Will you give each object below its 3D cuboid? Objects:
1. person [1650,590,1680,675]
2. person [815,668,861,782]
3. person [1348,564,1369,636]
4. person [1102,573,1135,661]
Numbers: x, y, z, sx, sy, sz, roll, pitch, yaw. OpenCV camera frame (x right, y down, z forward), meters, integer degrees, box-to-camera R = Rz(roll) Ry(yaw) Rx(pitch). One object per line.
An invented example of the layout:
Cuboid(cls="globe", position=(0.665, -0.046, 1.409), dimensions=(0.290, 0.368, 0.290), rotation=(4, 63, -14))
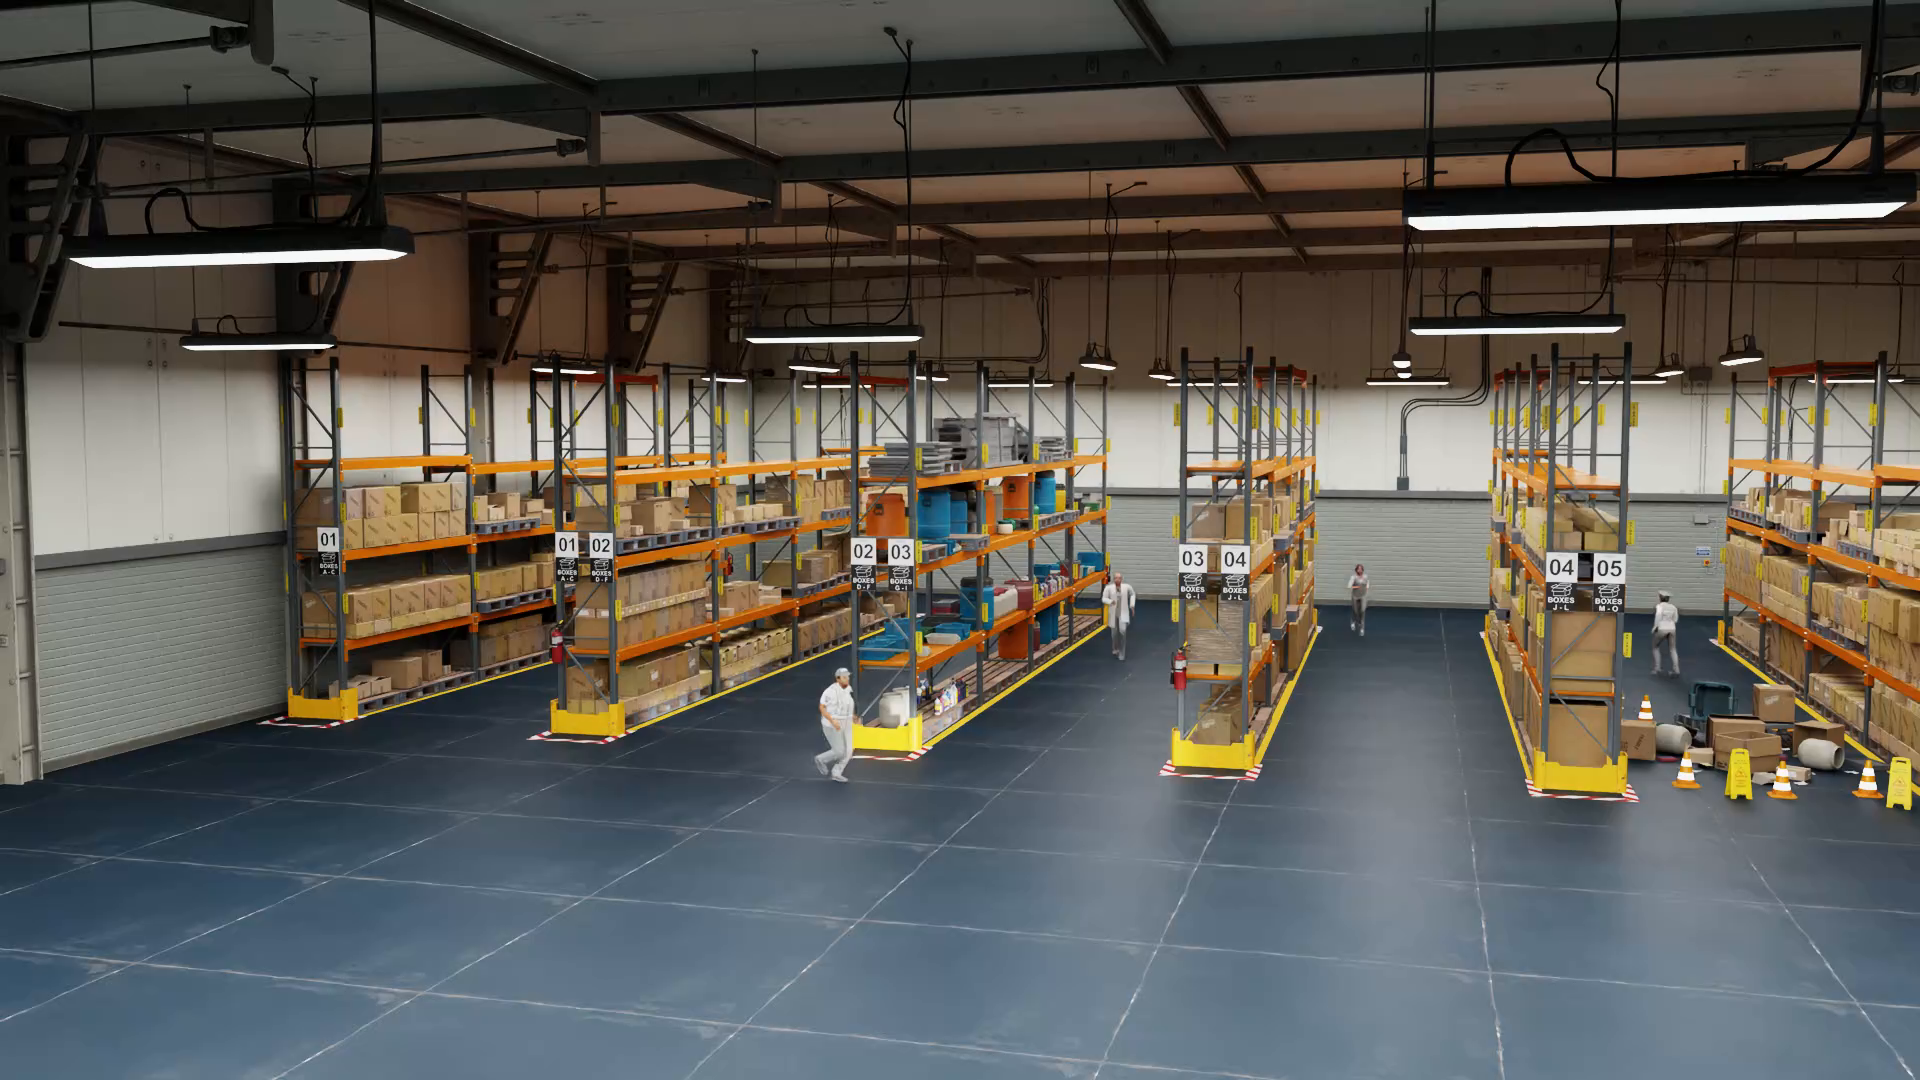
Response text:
Cuboid(cls="person", position=(13.676, 1.822, 32.211), dimensions=(0.596, 1.659, 0.940), rotation=(0, 4, 1))
Cuboid(cls="person", position=(-1.704, 2.536, 22.873), dimensions=(0.601, 1.591, 0.606), rotation=(3, 5, 40))
Cuboid(cls="person", position=(9.209, 1.359, 38.424), dimensions=(0.536, 1.606, 0.861), rotation=(0, 4, 2))
Cuboid(cls="person", position=(3.287, 1.588, 34.523), dimensions=(0.677, 1.836, 0.909), rotation=(1, 4, 8))
